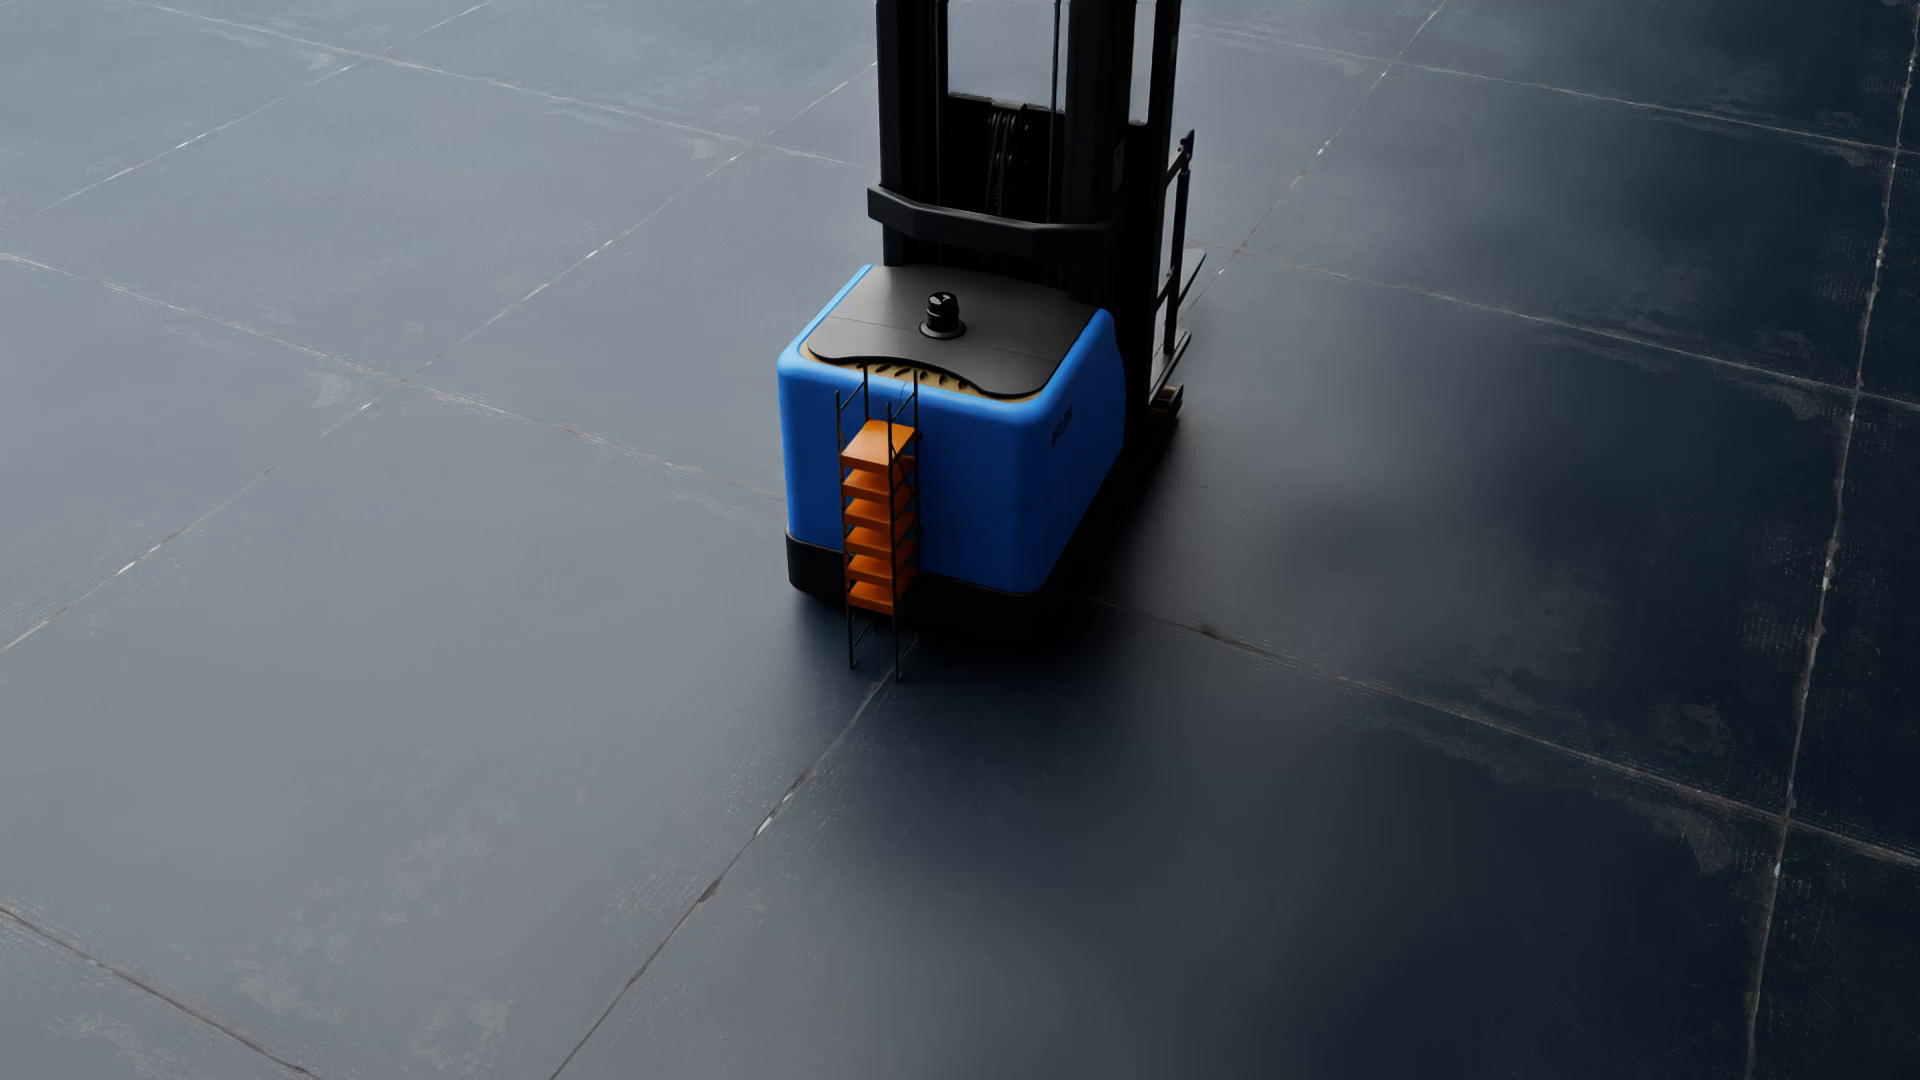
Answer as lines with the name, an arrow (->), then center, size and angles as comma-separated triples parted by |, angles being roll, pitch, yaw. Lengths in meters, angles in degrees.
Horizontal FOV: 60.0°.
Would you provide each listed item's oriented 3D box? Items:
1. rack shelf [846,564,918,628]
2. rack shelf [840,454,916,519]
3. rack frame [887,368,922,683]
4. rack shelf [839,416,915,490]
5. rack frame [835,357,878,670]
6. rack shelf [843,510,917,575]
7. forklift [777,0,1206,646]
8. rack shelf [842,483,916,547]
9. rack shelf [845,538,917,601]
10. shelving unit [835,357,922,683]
rack shelf -> -0.273, 0.181, 5.989 | 0.180, 0.103, 0.258 | 13, 39, 17
rack shelf -> -0.273, -0.201, 5.699 | 0.180, 0.103, 0.258 | 13, 39, 17
rack frame -> -0.188, -0.025, 5.791 | 0.006, 1.200, 0.240 | 13, 39, 17
rack shelf -> -0.273, -0.297, 5.627 | 0.180, 0.103, 0.258 | 13, 39, 17
rack frame -> -0.358, -0.066, 5.844 | 0.006, 1.200, 0.240 | 13, 39, 17
rack shelf -> -0.273, -0.010, 5.844 | 0.180, 0.103, 0.258 | 13, 39, 17
forklift -> 0.352, -1.666, 6.521 | 1.130, 2.935, 3.031 | 13, 39, 17
rack shelf -> -0.273, -0.106, 5.772 | 0.180, 0.103, 0.258 | 13, 39, 17
rack shelf -> -0.273, 0.086, 5.917 | 0.180, 0.103, 0.258 | 13, 39, 17
shelving unit -> -0.273, -0.045, 5.817 | 0.189, 1.200, 0.258 | 13, 39, 17
